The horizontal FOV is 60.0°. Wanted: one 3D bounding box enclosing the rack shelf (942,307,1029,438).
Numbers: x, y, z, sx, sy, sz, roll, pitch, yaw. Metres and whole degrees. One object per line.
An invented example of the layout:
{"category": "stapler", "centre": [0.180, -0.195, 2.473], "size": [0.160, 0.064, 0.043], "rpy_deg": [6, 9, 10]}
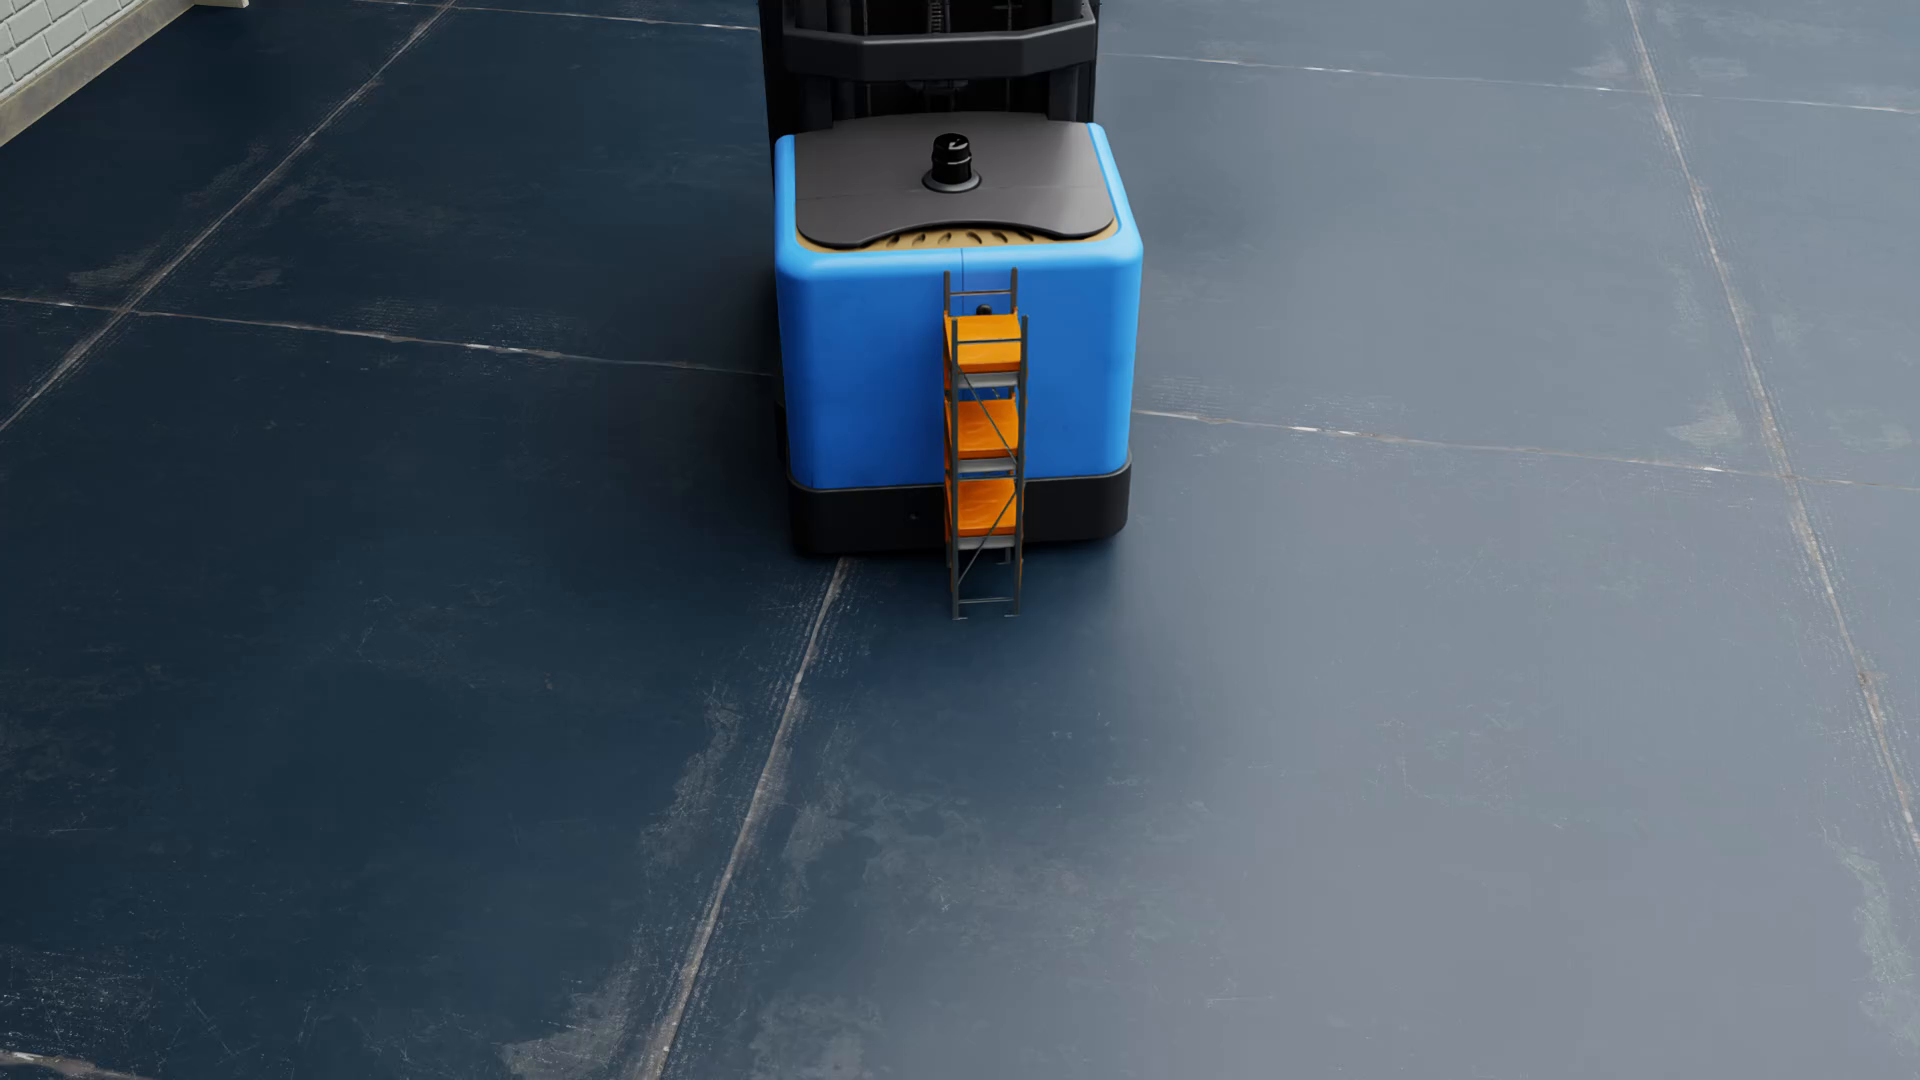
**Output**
{"category": "rack shelf", "centre": [0.067, -0.459, 4.552], "size": [0.215, 0.259, 0.240], "rpy_deg": [-3, 40, -4]}

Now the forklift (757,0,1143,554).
{"category": "forklift", "centre": [-0.119, -2.017, 5.389], "size": [1.130, 2.935, 3.031], "rpy_deg": [-3, 40, -4]}

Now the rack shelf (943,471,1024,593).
{"category": "rack shelf", "centre": [0.067, -0.026, 4.910], "size": [0.215, 0.259, 0.240], "rpy_deg": [-3, 40, -4]}

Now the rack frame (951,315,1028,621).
{"category": "rack frame", "centre": [0.077, -0.171, 4.632], "size": [0.200, 1.050, 0.008], "rpy_deg": [-3, 40, -4]}

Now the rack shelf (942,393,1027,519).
{"category": "rack shelf", "centre": [0.067, -0.240, 4.733], "size": [0.215, 0.259, 0.240], "rpy_deg": [-3, 40, -4]}

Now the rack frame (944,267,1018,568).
{"category": "rack frame", "centre": [0.056, -0.325, 4.820], "size": [0.200, 1.050, 0.008], "rpy_deg": [-3, 40, -4]}

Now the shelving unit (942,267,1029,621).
{"category": "shelving unit", "centre": [0.067, -0.248, 4.726], "size": [0.215, 1.050, 0.252], "rpy_deg": [-3, 40, -4]}

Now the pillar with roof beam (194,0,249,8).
{"category": "pillar with roof beam", "centre": [0.434, -5.876, 5.295], "size": [9.100, 9.000, 0.400], "rpy_deg": [6, 40, 8]}
